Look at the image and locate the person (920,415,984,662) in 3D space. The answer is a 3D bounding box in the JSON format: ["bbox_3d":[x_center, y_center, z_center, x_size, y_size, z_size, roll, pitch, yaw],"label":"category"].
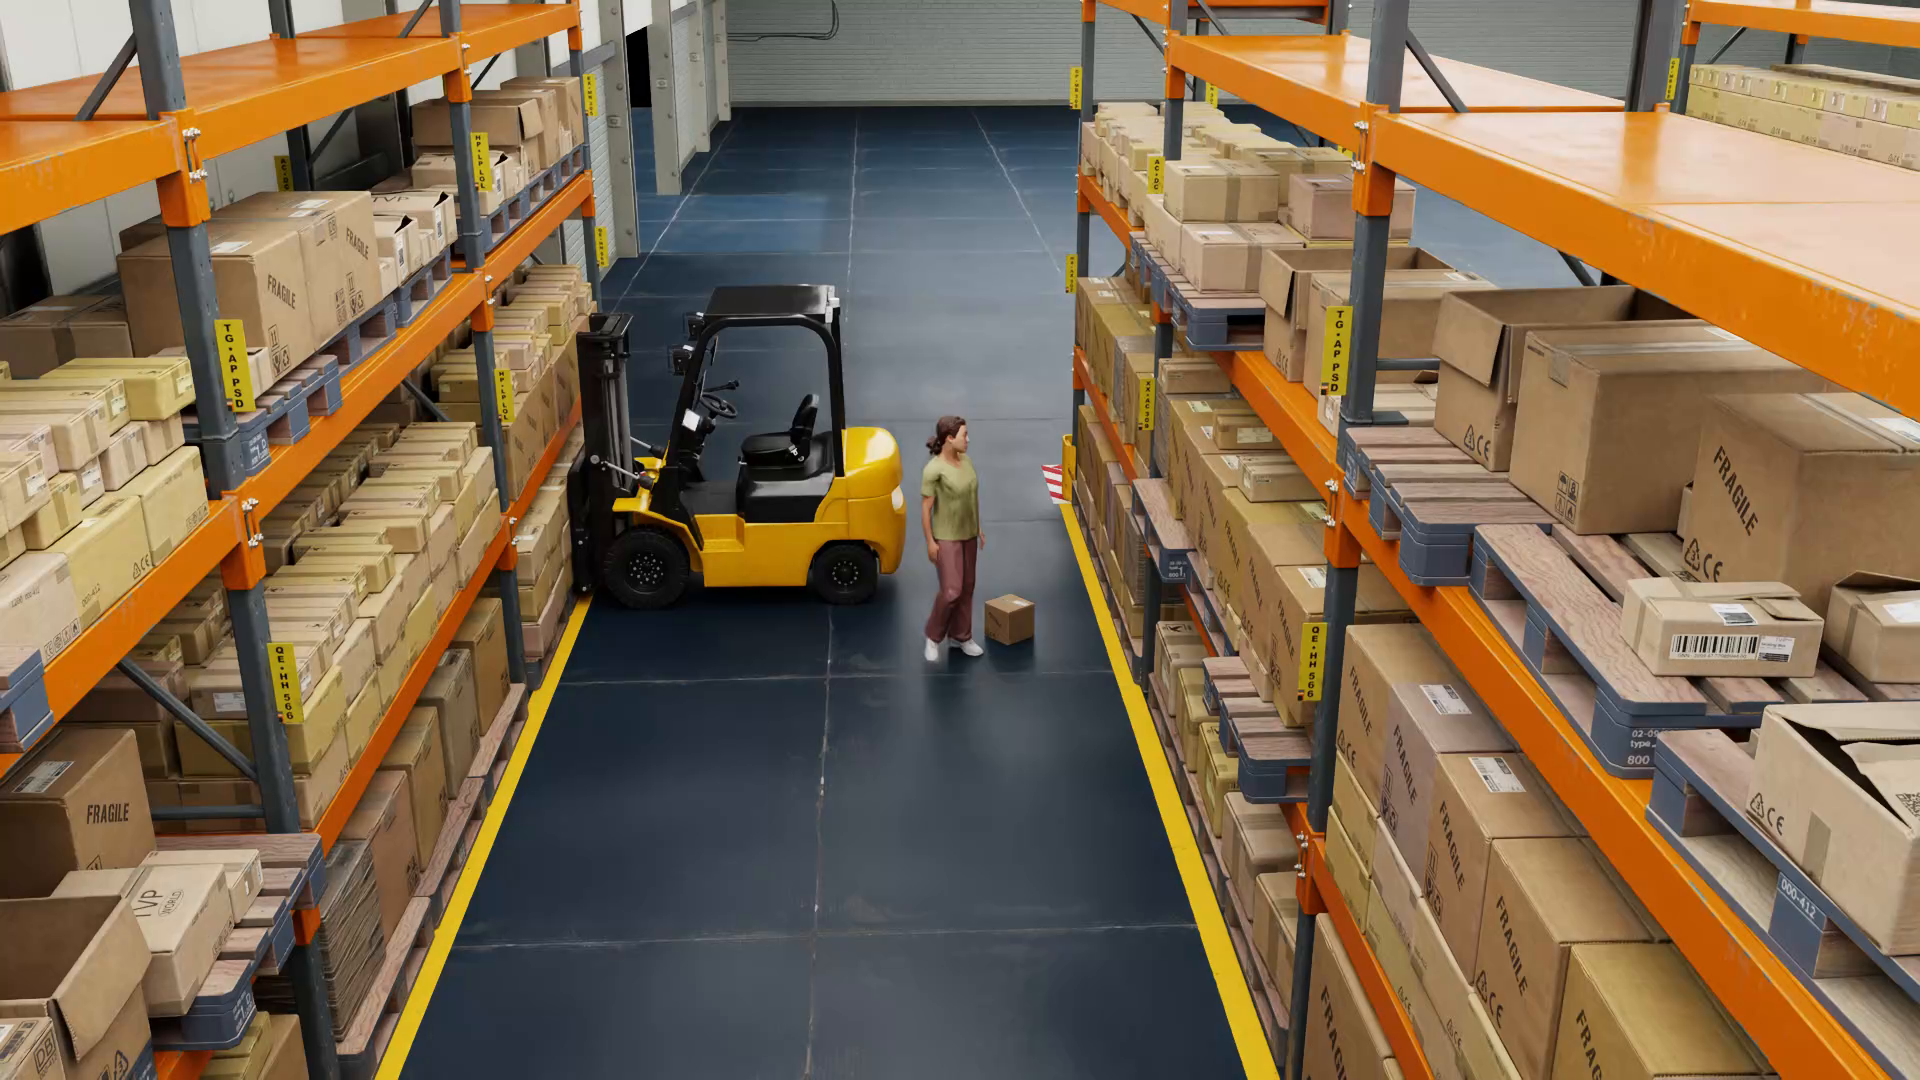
[{"bbox_3d":[-0.044,-0.006,11.085,0.401,1.680,0.521,19,28,41],"label":"person"}]
